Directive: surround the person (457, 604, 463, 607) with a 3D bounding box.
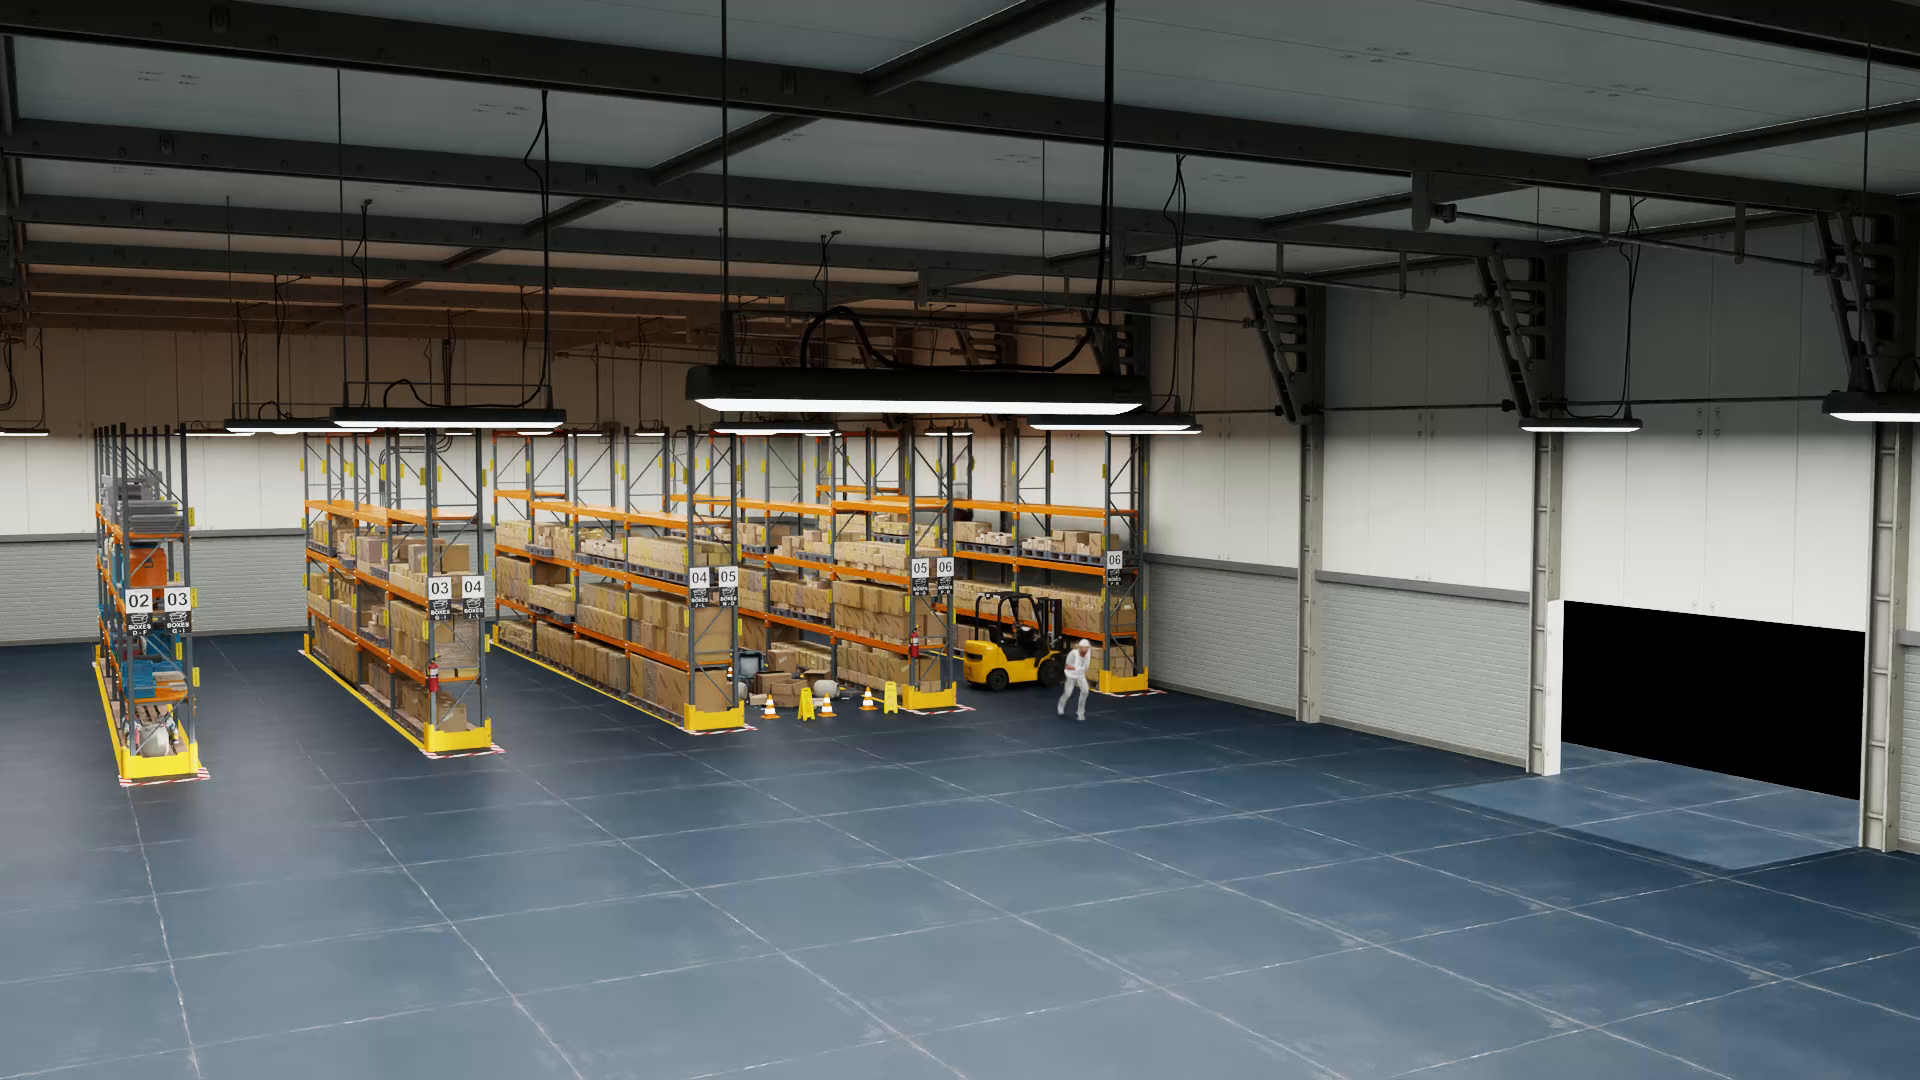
[{"bbox_3d":[-13.175,2.227,44.486,0.594,1.589,0.876,-2,4,-32],"label":"person"}]

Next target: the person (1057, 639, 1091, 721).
[{"bbox_3d":[2.354,2.852,34.058,0.729,1.719,1.018,-2,4,-32],"label":"person"}]
